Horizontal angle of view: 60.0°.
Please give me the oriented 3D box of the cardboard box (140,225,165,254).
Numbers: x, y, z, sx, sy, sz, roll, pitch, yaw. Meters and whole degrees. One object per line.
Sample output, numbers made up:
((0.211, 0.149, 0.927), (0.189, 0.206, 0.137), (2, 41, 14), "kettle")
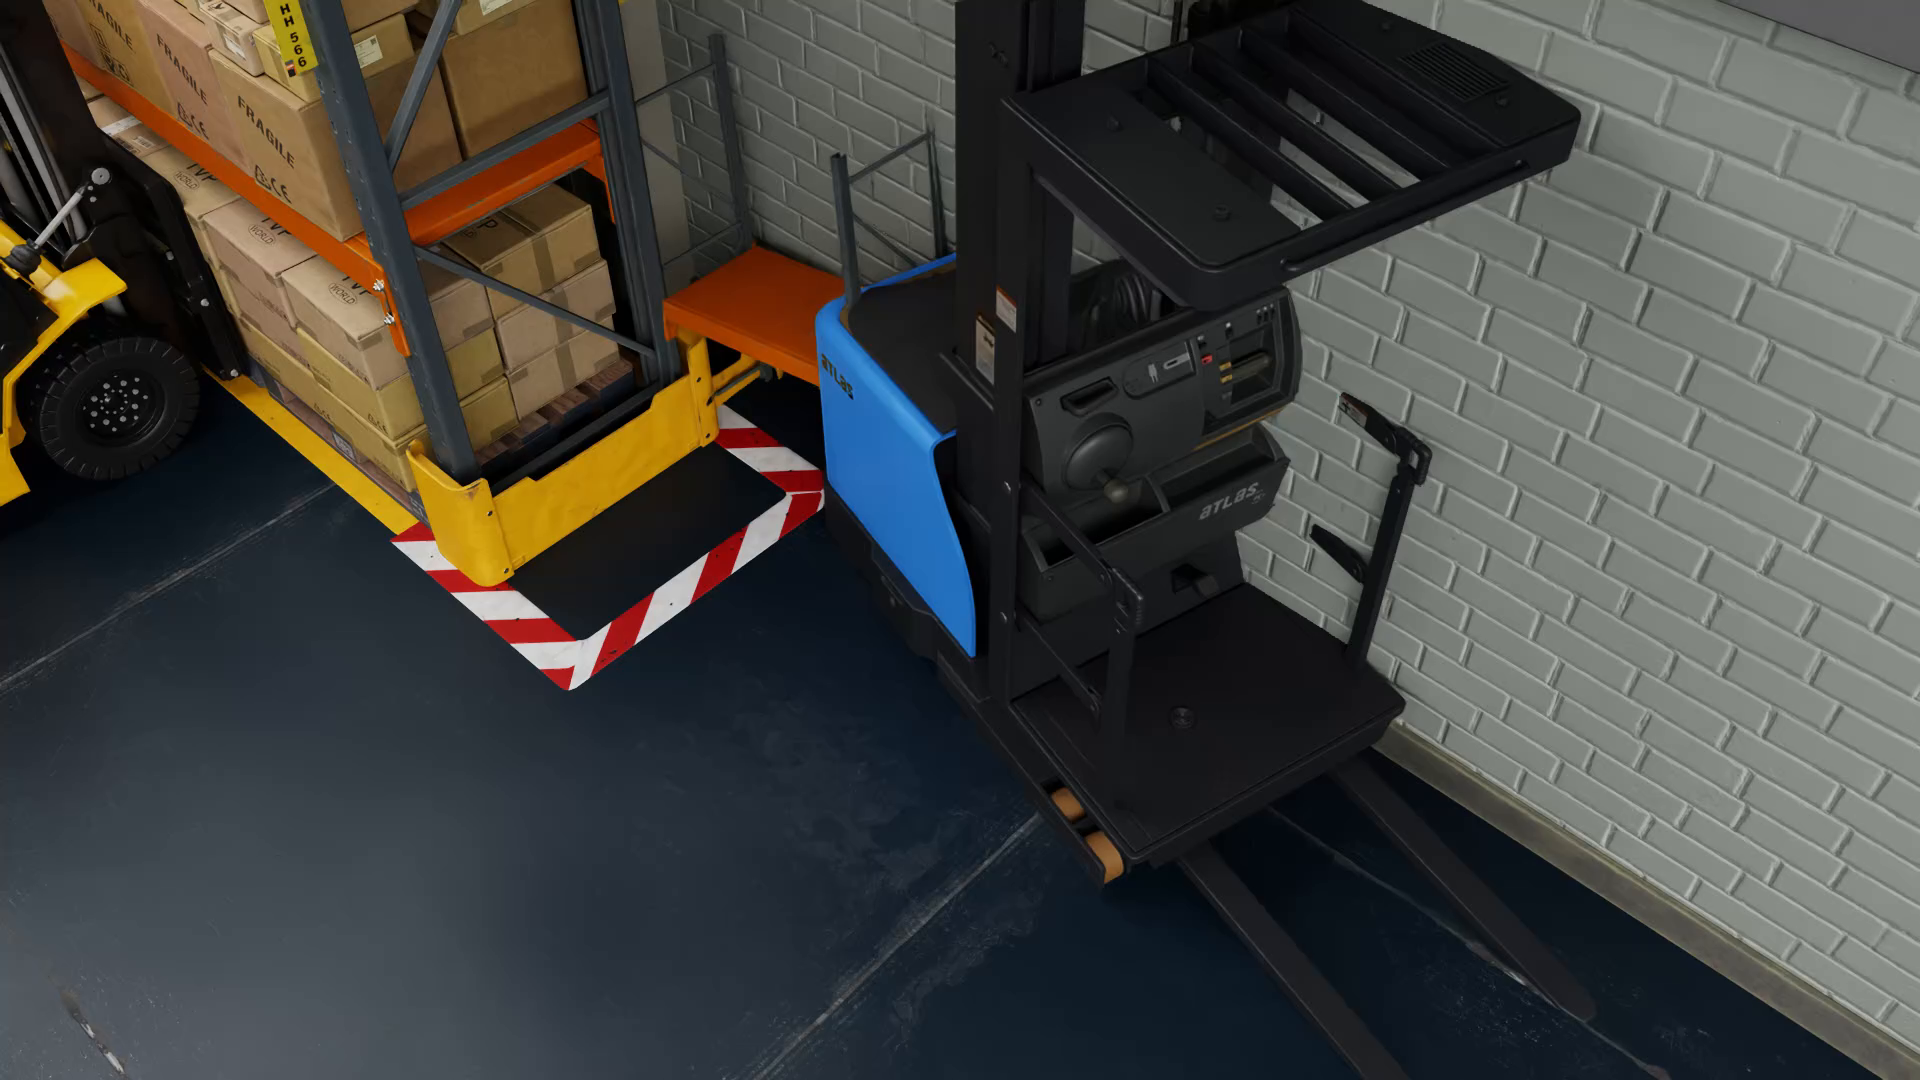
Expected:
((-3.165, -1.439, 6.799), (0.500, 0.250, 0.500), (34, 55, 28), "cardboard box")

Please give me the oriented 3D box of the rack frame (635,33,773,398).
((-0.981, -1.108, 6.292), (0.032, 1.500, 0.500), (25, 48, 31), "rack frame")

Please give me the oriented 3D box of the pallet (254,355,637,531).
((-2.066, -0.646, 6.712), (1.213, 0.211, 1.003), (34, 55, 28), "pallet")

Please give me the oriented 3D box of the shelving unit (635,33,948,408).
((-0.595, -0.924, 6.035), (1.083, 1.500, 0.587), (25, 48, 31), "shelving unit")

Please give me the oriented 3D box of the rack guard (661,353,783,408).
((-0.946, -0.625, 6.687), (0.087, 0.250, 0.587), (25, 48, 31), "rack guard")

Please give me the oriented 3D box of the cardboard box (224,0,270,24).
((-2.084, -1.773, 5.139), (0.250, 0.149, 0.380), (34, 55, 28), "cardboard box")

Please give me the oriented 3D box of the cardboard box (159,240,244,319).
((-2.800, -1.190, 6.565), (0.500, 0.250, 0.500), (33, 55, 27), "cardboard box")

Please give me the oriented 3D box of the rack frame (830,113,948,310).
((-0.194, -0.733, 5.768), (0.032, 1.500, 0.500), (25, 48, 31), "rack frame")

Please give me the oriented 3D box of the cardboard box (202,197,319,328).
((-2.405, -1.100, 6.137), (0.500, 0.250, 0.500), (35, 56, 28), "cardboard box")

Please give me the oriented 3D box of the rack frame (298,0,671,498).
((-1.476, -1.245, 5.362), (0.127, 3.000, 1.000), (34, 55, 28), "rack frame")

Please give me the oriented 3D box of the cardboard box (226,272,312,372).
((-2.407, -0.946, 6.336), (0.500, 0.250, 0.500), (33, 55, 27), "cardboard box")

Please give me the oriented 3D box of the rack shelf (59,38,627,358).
((-2.945, -1.988, 6.552), (4.000, 0.370, 1.077), (34, 55, 28), "rack shelf")

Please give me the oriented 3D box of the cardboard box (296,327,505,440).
((-2.045, -0.692, 6.097), (0.500, 0.250, 0.500), (33, 55, 27), "cardboard box")

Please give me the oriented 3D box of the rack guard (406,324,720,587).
((-1.458, -0.378, 6.262), (0.348, 0.500, 1.175), (34, 55, 28), "rack guard")

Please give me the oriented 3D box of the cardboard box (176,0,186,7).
((-2.452, -1.923, 5.484), (0.250, 0.149, 0.380), (34, 55, 27), "cardboard box")

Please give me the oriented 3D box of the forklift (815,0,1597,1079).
((0.711, -0.321, 4.541), (1.130, 2.935, 3.031), (-25, 52, -21), "forklift")

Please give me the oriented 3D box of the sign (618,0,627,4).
((-1.095, -1.863, 5.294), (0.005, 0.325, 0.100), (34, 55, 28), "sign")

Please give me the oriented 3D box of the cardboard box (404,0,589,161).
((-1.651, -1.673, 5.695), (0.500, 0.500, 0.500), (36, 56, 29), "cardboard box")

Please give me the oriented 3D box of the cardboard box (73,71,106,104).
((-3.530, -1.862, 6.853), (0.500, 0.250, 0.500), (36, 56, 29), "cardboard box")

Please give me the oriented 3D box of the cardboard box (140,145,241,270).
((-2.782, -1.344, 6.367), (0.500, 0.250, 0.500), (35, 56, 28), "cardboard box")

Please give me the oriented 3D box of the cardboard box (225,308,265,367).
((-2.756, -1.014, 6.743), (0.500, 0.250, 0.500), (35, 56, 28), "cardboard box")

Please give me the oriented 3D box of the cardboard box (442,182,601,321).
((-1.700, -1.129, 6.165), (0.500, 0.250, 0.500), (33, 55, 27), "cardboard box")

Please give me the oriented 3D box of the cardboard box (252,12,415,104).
((-1.920, -1.523, 5.109), (0.250, 0.149, 0.380), (35, 56, 28), "cardboard box")

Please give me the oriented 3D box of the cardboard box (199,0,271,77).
((-2.128, -1.633, 5.212), (0.250, 0.149, 0.380), (35, 56, 28), "cardboard box")

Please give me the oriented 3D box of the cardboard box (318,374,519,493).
((-2.035, -0.511, 6.270), (0.500, 0.250, 0.500), (34, 56, 28), "cardboard box")

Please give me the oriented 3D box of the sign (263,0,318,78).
((-1.854, -1.439, 4.587), (0.005, 0.325, 0.100), (34, 55, 28), "sign")

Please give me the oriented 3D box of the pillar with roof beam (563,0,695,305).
((-4.296, -1.820, 1.786), (0.400, 9.000, 9.100), (34, 55, 28), "pillar with roof beam")

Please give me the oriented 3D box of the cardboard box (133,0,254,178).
((-2.390, -1.644, 5.667), (0.500, 0.500, 0.500), (36, 56, 29), "cardboard box")

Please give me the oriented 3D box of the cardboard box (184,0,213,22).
((-2.278, -1.794, 5.364), (0.250, 0.149, 0.380), (35, 56, 28), "cardboard box")

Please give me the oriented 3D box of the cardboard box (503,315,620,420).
((-1.704, -0.795, 6.537), (0.500, 0.250, 0.500), (34, 56, 28), "cardboard box")

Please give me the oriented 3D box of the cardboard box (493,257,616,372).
((-1.680, -0.963, 6.351), (0.500, 0.250, 0.500), (35, 56, 28), "cardboard box")

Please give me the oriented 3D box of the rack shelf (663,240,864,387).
((-0.578, -0.782, 6.144), (1.000, 0.185, 0.538), (25, 48, 31), "rack shelf")

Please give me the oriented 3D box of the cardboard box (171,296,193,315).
((-3.153, -1.259, 6.972), (0.500, 0.250, 0.500), (36, 56, 29), "cardboard box")

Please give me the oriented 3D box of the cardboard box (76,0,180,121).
((-2.767, -1.897, 5.905), (0.500, 0.500, 0.500), (33, 55, 27), "cardboard box")

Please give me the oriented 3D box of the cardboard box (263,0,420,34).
((-1.882, -1.667, 5.040), (0.250, 0.149, 0.380), (34, 55, 28), "cardboard box")

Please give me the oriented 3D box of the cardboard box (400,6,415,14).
((-1.774, -1.896, 5.459), (0.250, 0.149, 0.380), (34, 55, 28), "cardboard box")

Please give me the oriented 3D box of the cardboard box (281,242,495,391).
((-2.026, -0.851, 5.903), (0.500, 0.250, 0.500), (36, 56, 29), "cardboard box")

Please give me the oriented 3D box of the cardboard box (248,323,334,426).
((-2.394, -0.762, 6.506), (0.500, 0.250, 0.500), (34, 55, 28), "cardboard box")

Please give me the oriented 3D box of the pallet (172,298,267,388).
((-2.958, -1.250, 7.278), (1.213, 0.211, 1.003), (34, 55, 28), "pallet")

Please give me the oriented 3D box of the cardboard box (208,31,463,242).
((-2.015, -1.382, 5.422), (0.500, 0.500, 0.500), (33, 55, 27), "cardboard box")

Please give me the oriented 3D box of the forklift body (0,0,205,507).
((-4.106, -0.915, 5.634), (1.214, 2.155, 2.313), (34, 55, 28), "forklift body")

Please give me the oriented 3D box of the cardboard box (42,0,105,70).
((-3.144, -2.139, 6.133), (0.500, 0.500, 0.500), (34, 56, 28), "cardboard box")

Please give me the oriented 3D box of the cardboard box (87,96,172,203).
((-3.150, -1.599, 6.606), (0.500, 0.250, 0.500), (33, 55, 27), "cardboard box")

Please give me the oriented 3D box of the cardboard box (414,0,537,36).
((-1.549, -1.808, 5.377), (0.250, 0.149, 0.380), (33, 55, 27), "cardboard box")
